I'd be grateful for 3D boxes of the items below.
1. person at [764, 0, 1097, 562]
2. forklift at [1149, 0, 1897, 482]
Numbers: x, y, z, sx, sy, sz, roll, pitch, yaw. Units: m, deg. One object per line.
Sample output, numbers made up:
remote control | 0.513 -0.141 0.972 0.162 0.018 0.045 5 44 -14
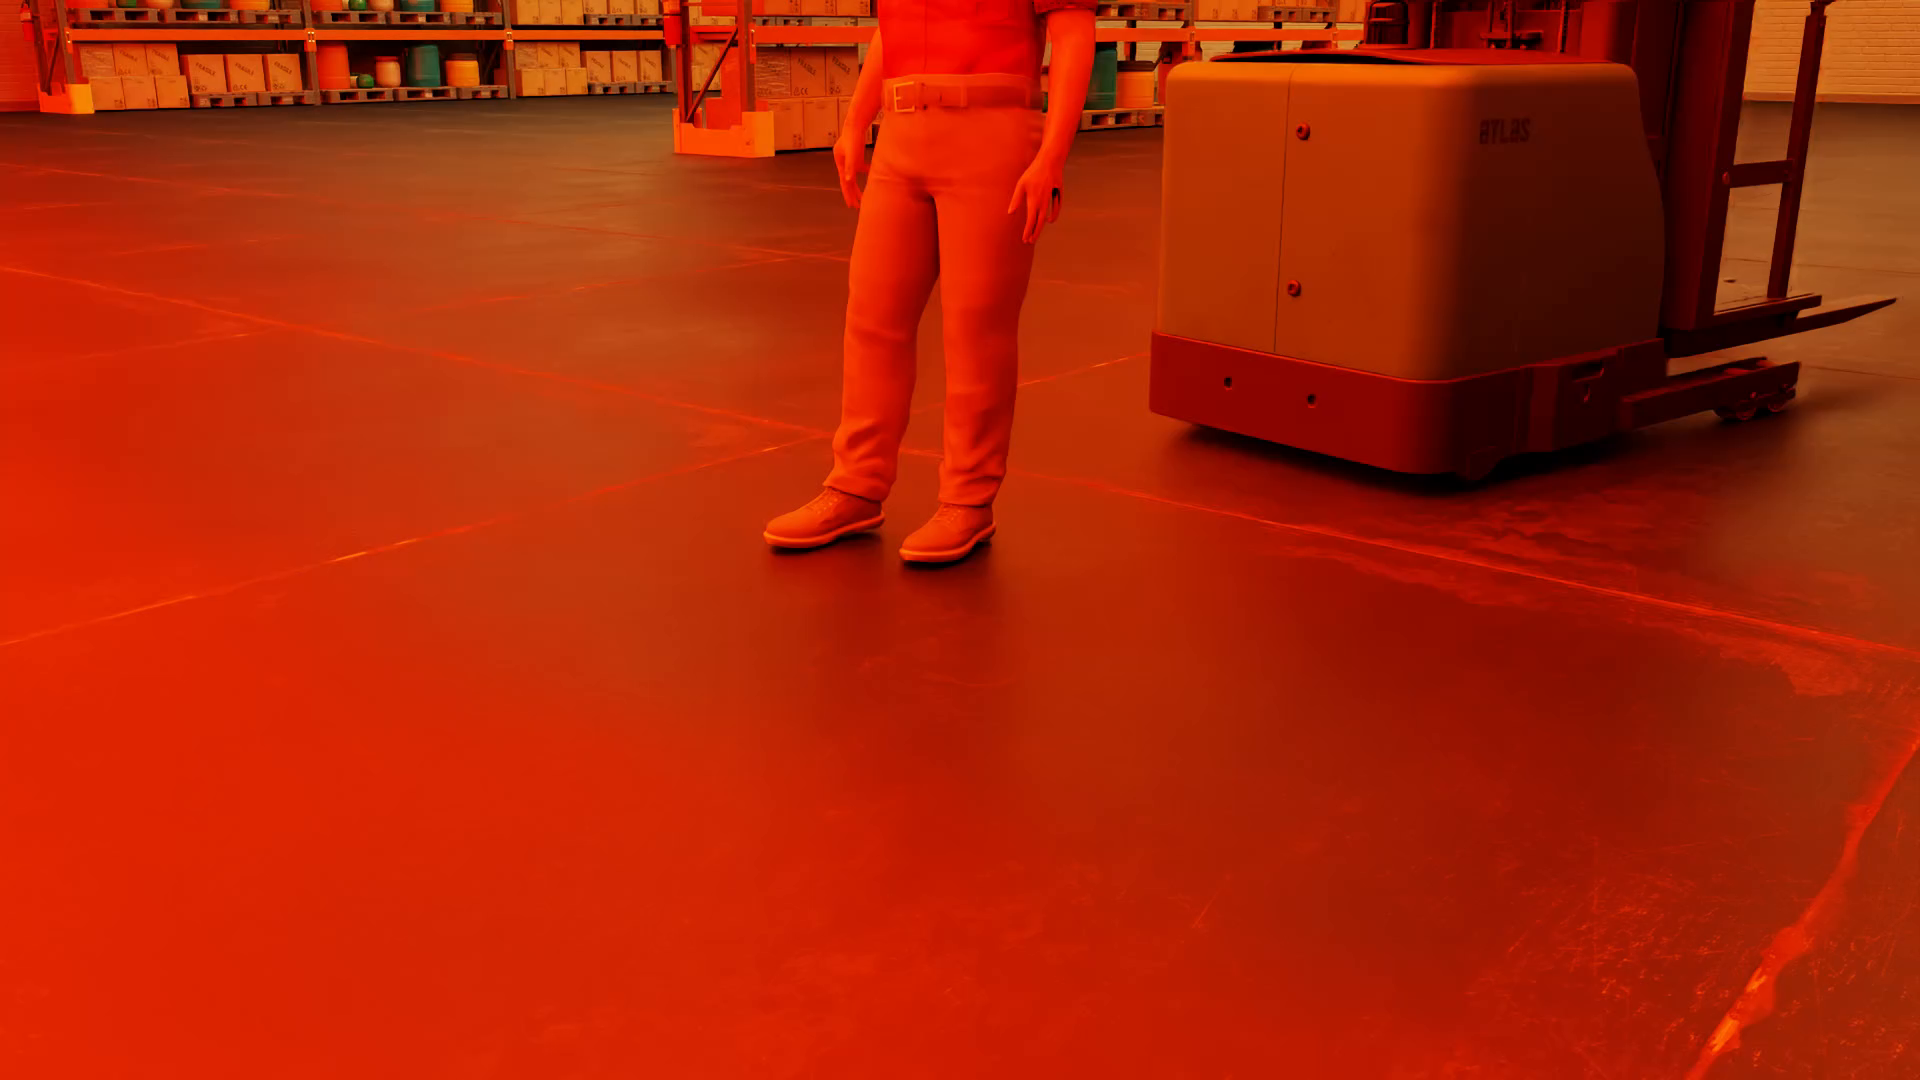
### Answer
person | -0.066 -0.816 3.629 0.641 1.727 0.550 13 21 37
forklift | 2.038 -1.880 5.088 3.031 2.935 1.130 -13 21 -36
